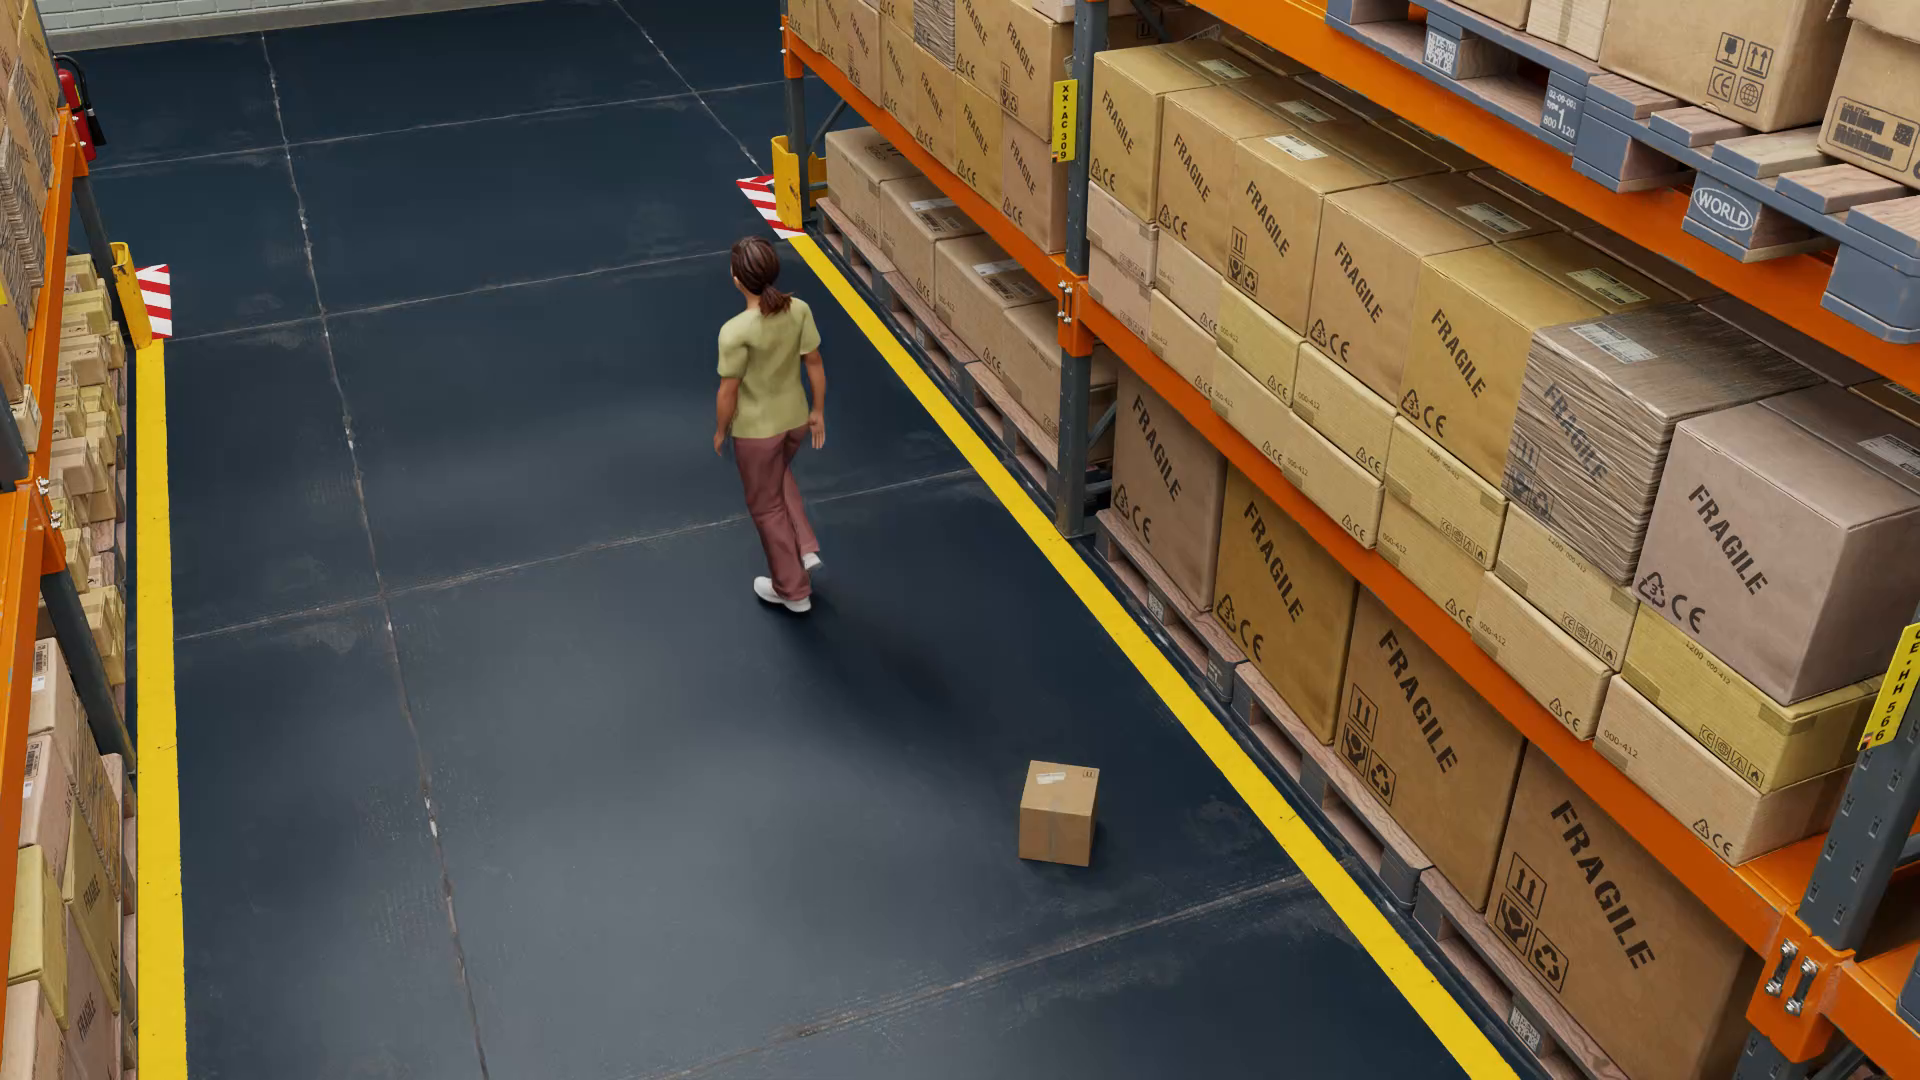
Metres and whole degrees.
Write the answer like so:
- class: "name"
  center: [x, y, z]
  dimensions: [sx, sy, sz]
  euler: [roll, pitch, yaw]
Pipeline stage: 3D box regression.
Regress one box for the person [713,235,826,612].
- class: "person"
  center: [-0.803, -0.456, 6.809]
  dimensions: [0.447, 1.693, 0.456]
  euler: [28, 43, 35]
